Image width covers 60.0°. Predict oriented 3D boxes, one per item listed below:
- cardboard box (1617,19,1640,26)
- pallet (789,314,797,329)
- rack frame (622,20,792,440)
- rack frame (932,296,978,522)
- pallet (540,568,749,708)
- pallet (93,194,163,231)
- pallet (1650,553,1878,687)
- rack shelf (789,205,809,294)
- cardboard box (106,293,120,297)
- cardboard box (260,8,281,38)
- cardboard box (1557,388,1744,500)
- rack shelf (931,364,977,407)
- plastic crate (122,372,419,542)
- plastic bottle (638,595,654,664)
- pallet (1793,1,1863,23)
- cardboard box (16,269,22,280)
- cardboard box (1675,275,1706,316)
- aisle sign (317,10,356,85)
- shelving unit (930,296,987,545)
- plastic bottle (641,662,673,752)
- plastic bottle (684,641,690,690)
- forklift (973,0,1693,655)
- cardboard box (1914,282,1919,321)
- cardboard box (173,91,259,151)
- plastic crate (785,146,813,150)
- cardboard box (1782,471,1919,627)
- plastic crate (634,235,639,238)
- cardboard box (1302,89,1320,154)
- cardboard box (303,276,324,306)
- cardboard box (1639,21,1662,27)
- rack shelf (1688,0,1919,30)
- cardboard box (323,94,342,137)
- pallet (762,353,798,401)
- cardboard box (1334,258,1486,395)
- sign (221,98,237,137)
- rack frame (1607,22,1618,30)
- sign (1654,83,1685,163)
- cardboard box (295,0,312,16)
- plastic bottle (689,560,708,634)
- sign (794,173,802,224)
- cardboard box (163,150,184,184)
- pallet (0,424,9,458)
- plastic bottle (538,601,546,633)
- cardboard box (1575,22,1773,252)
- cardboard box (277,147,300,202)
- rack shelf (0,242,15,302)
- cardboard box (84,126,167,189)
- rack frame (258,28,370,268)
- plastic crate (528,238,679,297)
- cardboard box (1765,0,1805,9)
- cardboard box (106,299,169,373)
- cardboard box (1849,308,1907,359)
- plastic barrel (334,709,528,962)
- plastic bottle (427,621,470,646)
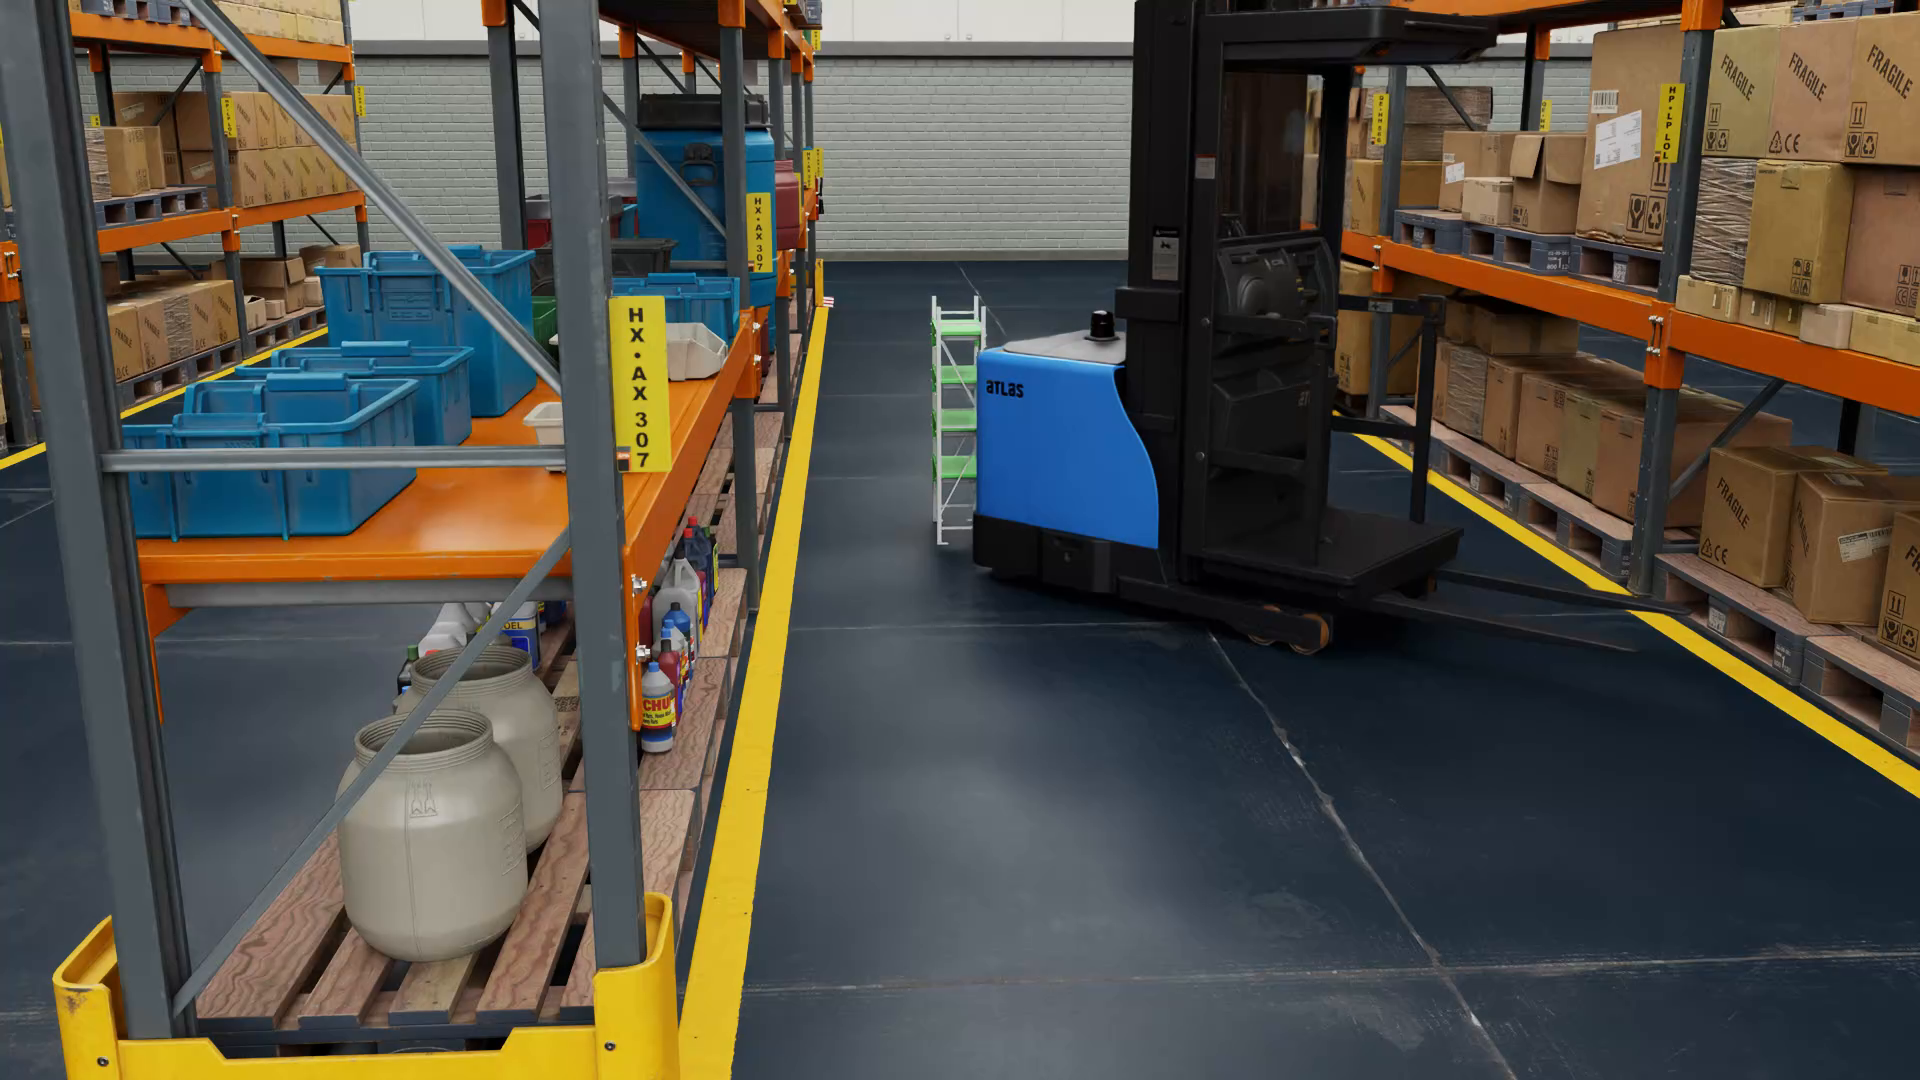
[{"bbox_3d":[7.541,-5.757,18.160,0.500,0.250,0.500,-1,14,-3],"label":"cardboard box"},{"bbox_3d":[-1.964,-1.960,15.719,1.003,0.211,1.213,-1,14,-3],"label":"pallet"},{"bbox_3d":[-1.632,-2.133,10.797,1.000,3.000,0.127,-1,14,-3],"label":"rack frame"},{"bbox_3d":[-0.025,-0.683,8.773,0.240,1.200,0.015,-1,14,-3],"label":"rack frame"},{"bbox_3d":[-1.384,0.380,6.626,1.003,0.211,1.213,-1,14,-3],"label":"pallet"},{"bbox_3d":[-6.701,-2.448,12.406,1.003,0.211,1.213,-1,14,-3],"label":"pallet"},{"bbox_3d":[3.636,0.302,6.928,1.003,0.211,1.213,-1,14,-3],"label":"pallet"},{"bbox_3d":[-1.756,-2.282,12.819,1.077,0.370,4.000,-1,14,-3],"label":"rack shelf"},{"bbox_3d":[-6.970,-1.674,13.145,0.500,0.500,0.500,-1,14,-3],"label":"cardboard box"},{"bbox_3d":[-6.664,-4.806,15.466,0.500,0.250,0.500,-1,14,-3],"label":"cardboard box"},{"bbox_3d":[3.532,-0.489,8.541,0.700,0.500,0.500,-1,14,-4],"label":"cardboard box"},{"bbox_3d":[-0.010,-0.793,8.493,0.258,0.148,0.480,-1,14,-3],"label":"rack shelf"},{"bbox_3d":[-1.466,-0.191,3.548,0.499,0.251,0.616,-1,14,-3],"label":"plastic crate"},{"bbox_3d":[-1.125,0.290,5.947,0.061,0.283,0.133,-1,14,-3],"label":"plastic bottle"},{"bbox_3d":[7.952,-4.462,14.207,1.213,0.211,1.003,-1,14,-3],"label":"pallet"},{"bbox_3d":[-6.944,-1.920,12.599,0.500,0.250,0.500,-1,14,-4],"label":"cardboard box"},{"bbox_3d":[3.272,-1.035,7.033,0.380,0.149,0.250,-1,14,-3],"label":"cardboard box"},{"bbox_3d":[-6.770,-5.328,17.996,0.394,0.787,0.004,-1,14,-3],"label":"aisle sign"},{"bbox_3d":[-0.010,-0.622,8.537,0.258,1.200,0.503,-1,14,-3],"label":"shelving unit"},{"bbox_3d":[-0.938,0.509,5.120,0.097,0.271,0.097,0,14,0],"label":"plastic bottle"},{"bbox_3d":[-0.971,0.408,5.653,0.097,0.201,0.097,0,14,0],"label":"plastic bottle"},{"bbox_3d":[1.515,-1.104,6.933,3.031,2.935,1.130,12,19,38],"label":"forklift"},{"bbox_3d":[3.642,-0.922,5.291,0.875,0.500,0.500,-1,14,-3],"label":"cardboard box"},{"bbox_3d":[-6.572,-3.706,14.705,0.500,0.500,0.500,-1,14,-2],"label":"cardboard box"},{"bbox_3d":[-1.921,-4.088,18.205,0.616,0.435,0.499,-1,14,-3],"label":"plastic crate"},{"bbox_3d":[3.587,0.035,6.544,0.500,0.500,0.500,4,15,14],"label":"cardboard box"},{"bbox_3d":[-1.774,-1.464,8.623,0.450,0.188,0.662,-1,14,-3],"label":"plastic crate"},{"bbox_3d":[3.142,-3.409,13.542,0.797,0.503,0.637,-1,14,-3],"label":"cardboard box"},{"bbox_3d":[-6.763,-2.560,17.093,0.500,0.250,0.500,-1,14,-3],"label":"cardboard box"},{"bbox_3d":[7.573,-5.384,17.713,0.500,0.250,0.500,0,14,-2],"label":"cardboard box"},{"bbox_3d":[3.683,-1.822,5.010,1.077,0.370,4.000,-1,14,-3],"label":"rack shelf"},{"bbox_3d":[-6.738,-4.348,17.197,0.500,0.500,0.500,0,14,-2],"label":"cardboard box"},{"bbox_3d":[-1.795,-1.281,13.080,1.003,0.211,1.213,-1,14,-3],"label":"pallet"},{"bbox_3d":[3.289,-1.556,11.975,1.225,0.875,0.875,-2,15,-6],"label":"cardboard box"},{"bbox_3d":[-6.270,-3.622,14.262,0.100,0.325,0.005,-1,14,-3],"label":"sign"},{"bbox_3d":[7.772,-7.156,18.279,1.000,3.000,0.127,-1,14,-3],"label":"rack frame"},{"bbox_3d":[3.006,-1.766,7.046,0.100,0.325,0.005,-1,14,-3],"label":"sign"},{"bbox_3d":[-6.727,-5.297,16.370,0.500,0.250,0.500,-1,14,-3],"label":"cardboard box"},{"bbox_3d":[-0.993,0.208,6.268,0.061,0.283,0.133,0,14,0],"label":"plastic bottle"},{"bbox_3d":[-1.083,-2.222,10.816,0.100,0.325,0.005,-1,14,-3],"label":"sign"},{"bbox_3d":[-7.111,-3.221,14.825,0.500,0.500,0.500,-1,14,-3],"label":"cardboard box"},{"bbox_3d":[-6.564,-0.502,10.052,1.003,0.211,1.213,-1,14,-3],"label":"pallet"},{"bbox_3d":[-1.619,0.211,6.277,0.097,0.271,0.097,0,14,0],"label":"plastic bottle"},{"bbox_3d":[3.650,-1.908,7.877,1.000,1.000,1.000,-1,14,-3],"label":"cardboard box"},{"bbox_3d":[-6.647,-3.483,15.844,0.500,0.500,0.500,-1,14,-4],"label":"cardboard box"},{"bbox_3d":[-6.452,-1.212,8.659,1.077,0.370,4.000,-1,14,-3],"label":"rack shelf"},{"bbox_3d":[-7.018,-3.183,13.833,0.700,0.500,0.500,-6,16,-22],"label":"cardboard box"},{"bbox_3d":[-7.072,-4.047,18.236,1.000,3.000,0.127,-1,14,-3],"label":"rack frame"},{"bbox_3d":[-1.479,-0.976,6.424,0.767,0.338,0.504,-1,14,-3],"label":"plastic crate"},{"bbox_3d":[7.738,-4.989,15.174,0.500,0.250,0.500,-2,15,-6],"label":"cardboard box"},{"bbox_3d":[-6.421,-1.562,12.712,0.500,0.500,0.500,-1,14,-5],"label":"cardboard box"},{"bbox_3d":[3.374,-0.724,5.826,0.380,0.149,0.250,-1,14,-3],"label":"cardboard box"},{"bbox_3d":[-1.253,0.696,3.953,0.421,0.512,0.421,0,14,0],"label":"plastic barrel"},{"bbox_3d":[-1.685,0.415,5.477,0.152,0.276,0.135,-1,14,-5],"label":"plastic bottle"}]
